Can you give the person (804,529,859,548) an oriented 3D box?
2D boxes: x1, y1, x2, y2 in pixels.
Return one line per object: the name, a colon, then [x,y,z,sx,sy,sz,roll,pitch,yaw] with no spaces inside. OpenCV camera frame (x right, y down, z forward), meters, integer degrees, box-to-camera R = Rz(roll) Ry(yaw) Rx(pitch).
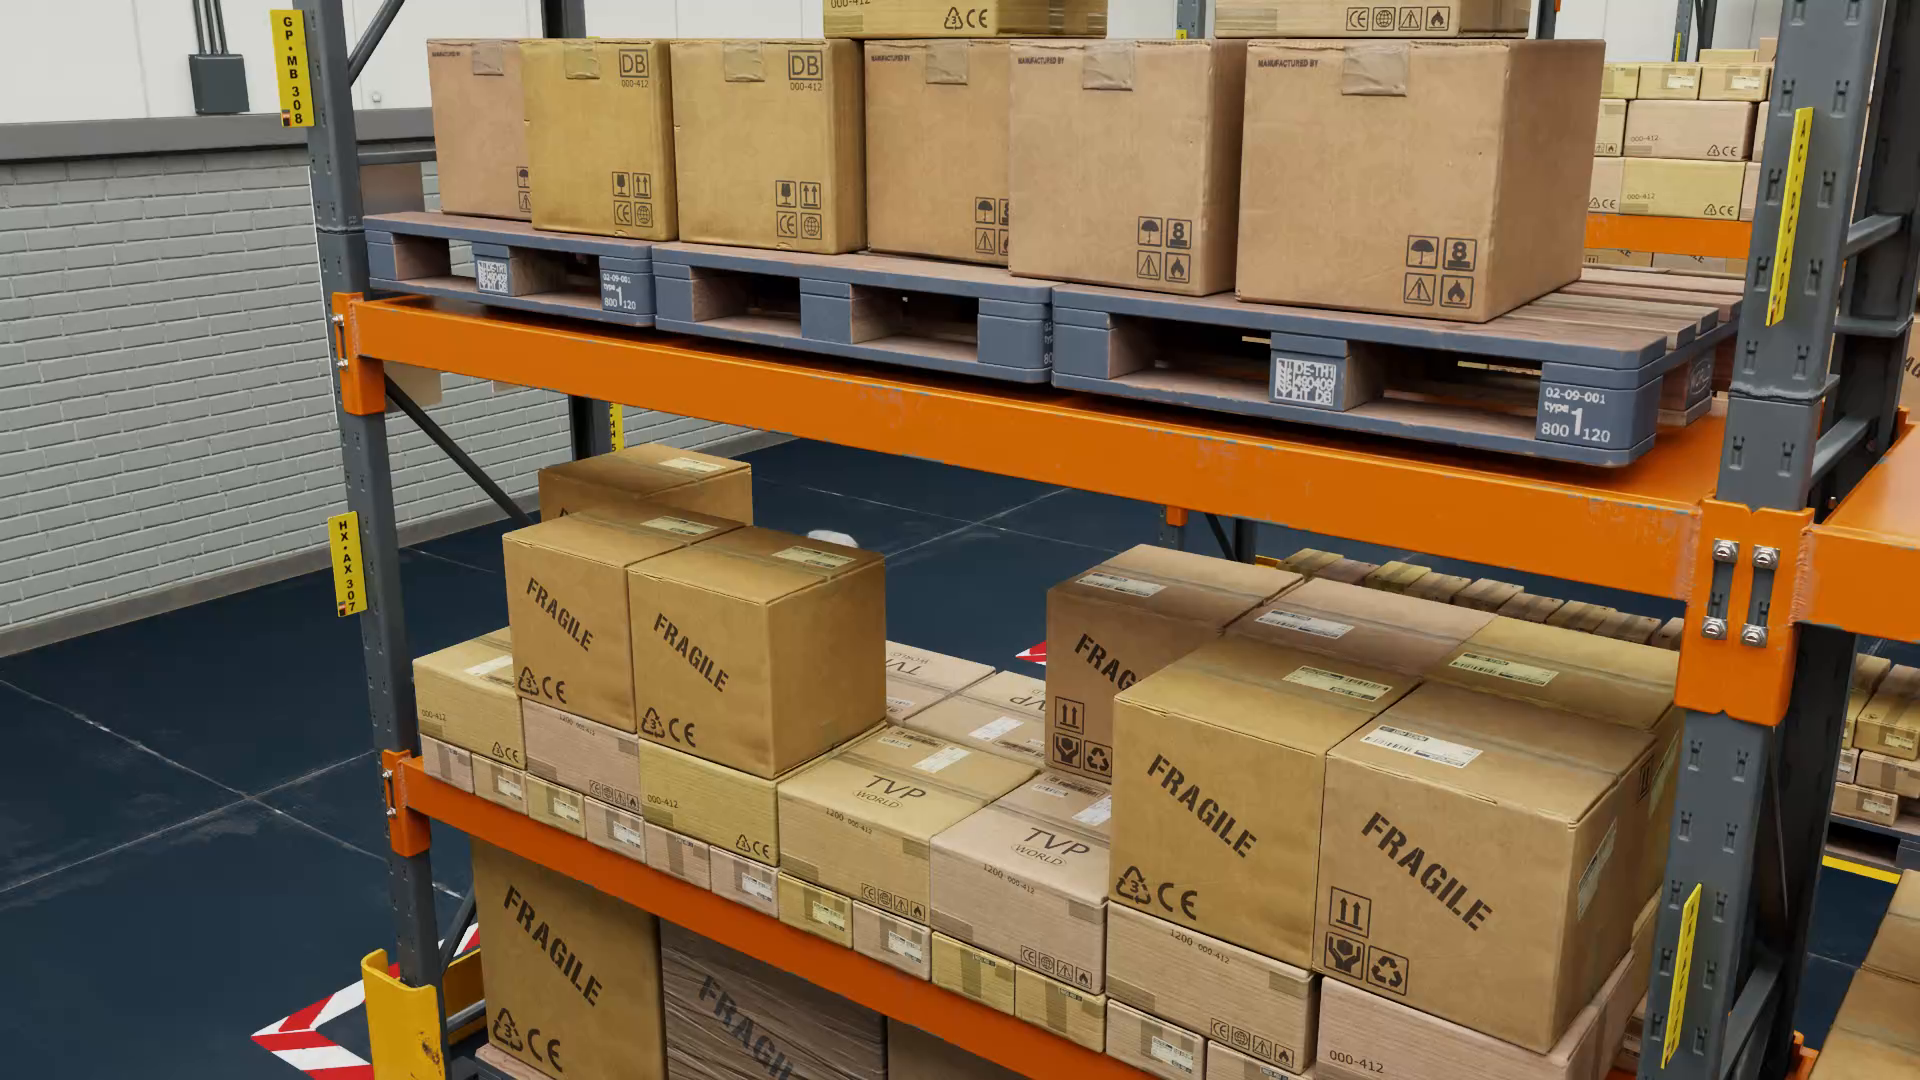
person: [-0.900,0.385,9.696,0.432,0.807,0.864,11,20,33]
